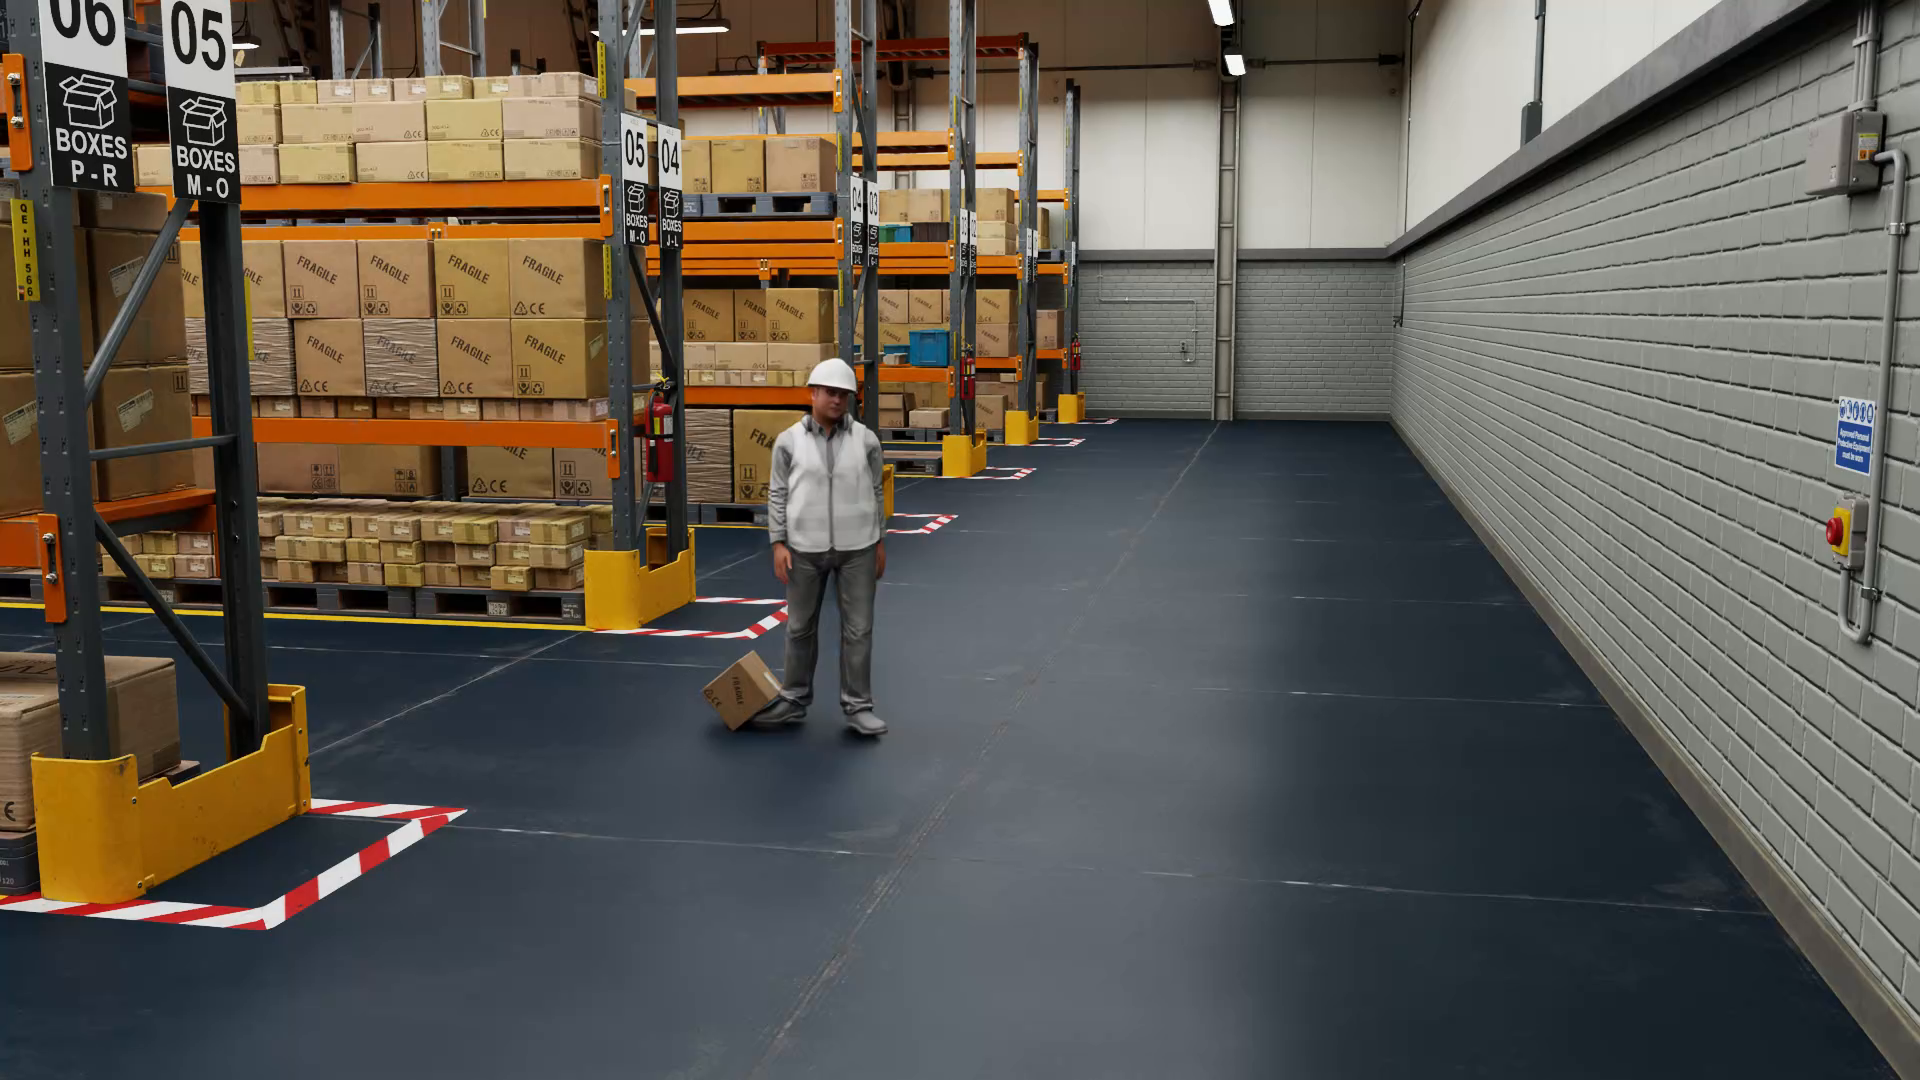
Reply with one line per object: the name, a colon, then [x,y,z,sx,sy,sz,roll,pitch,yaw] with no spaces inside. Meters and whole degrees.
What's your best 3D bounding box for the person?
person: [-0.673,0.029,7.878,0.652,1.771,0.459,-1,8,-5]
